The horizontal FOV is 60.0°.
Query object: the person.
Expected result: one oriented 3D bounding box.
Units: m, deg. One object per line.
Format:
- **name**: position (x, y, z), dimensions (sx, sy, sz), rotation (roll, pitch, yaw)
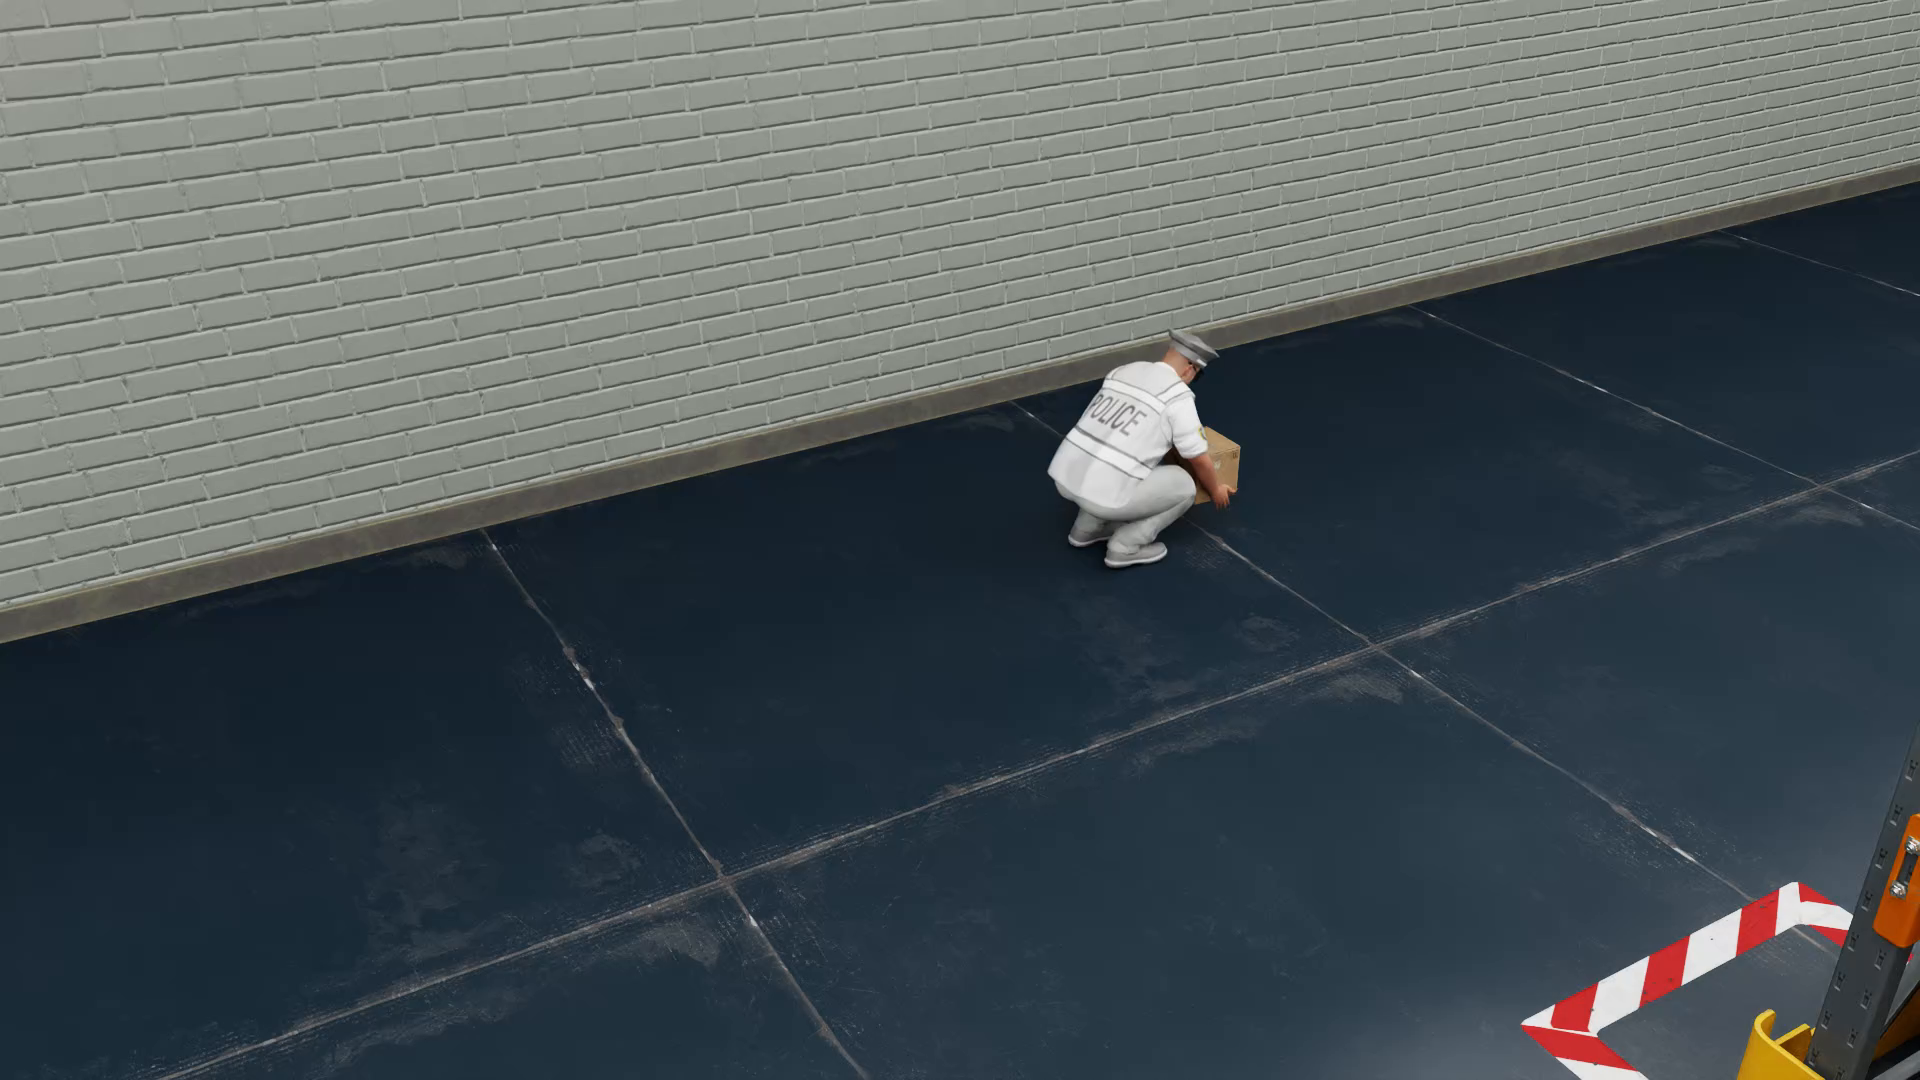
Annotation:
- **person**: position (0.838, -0.423, 7.670), dimensions (0.908, 1.012, 0.537), rotation (-16, 33, -27)
